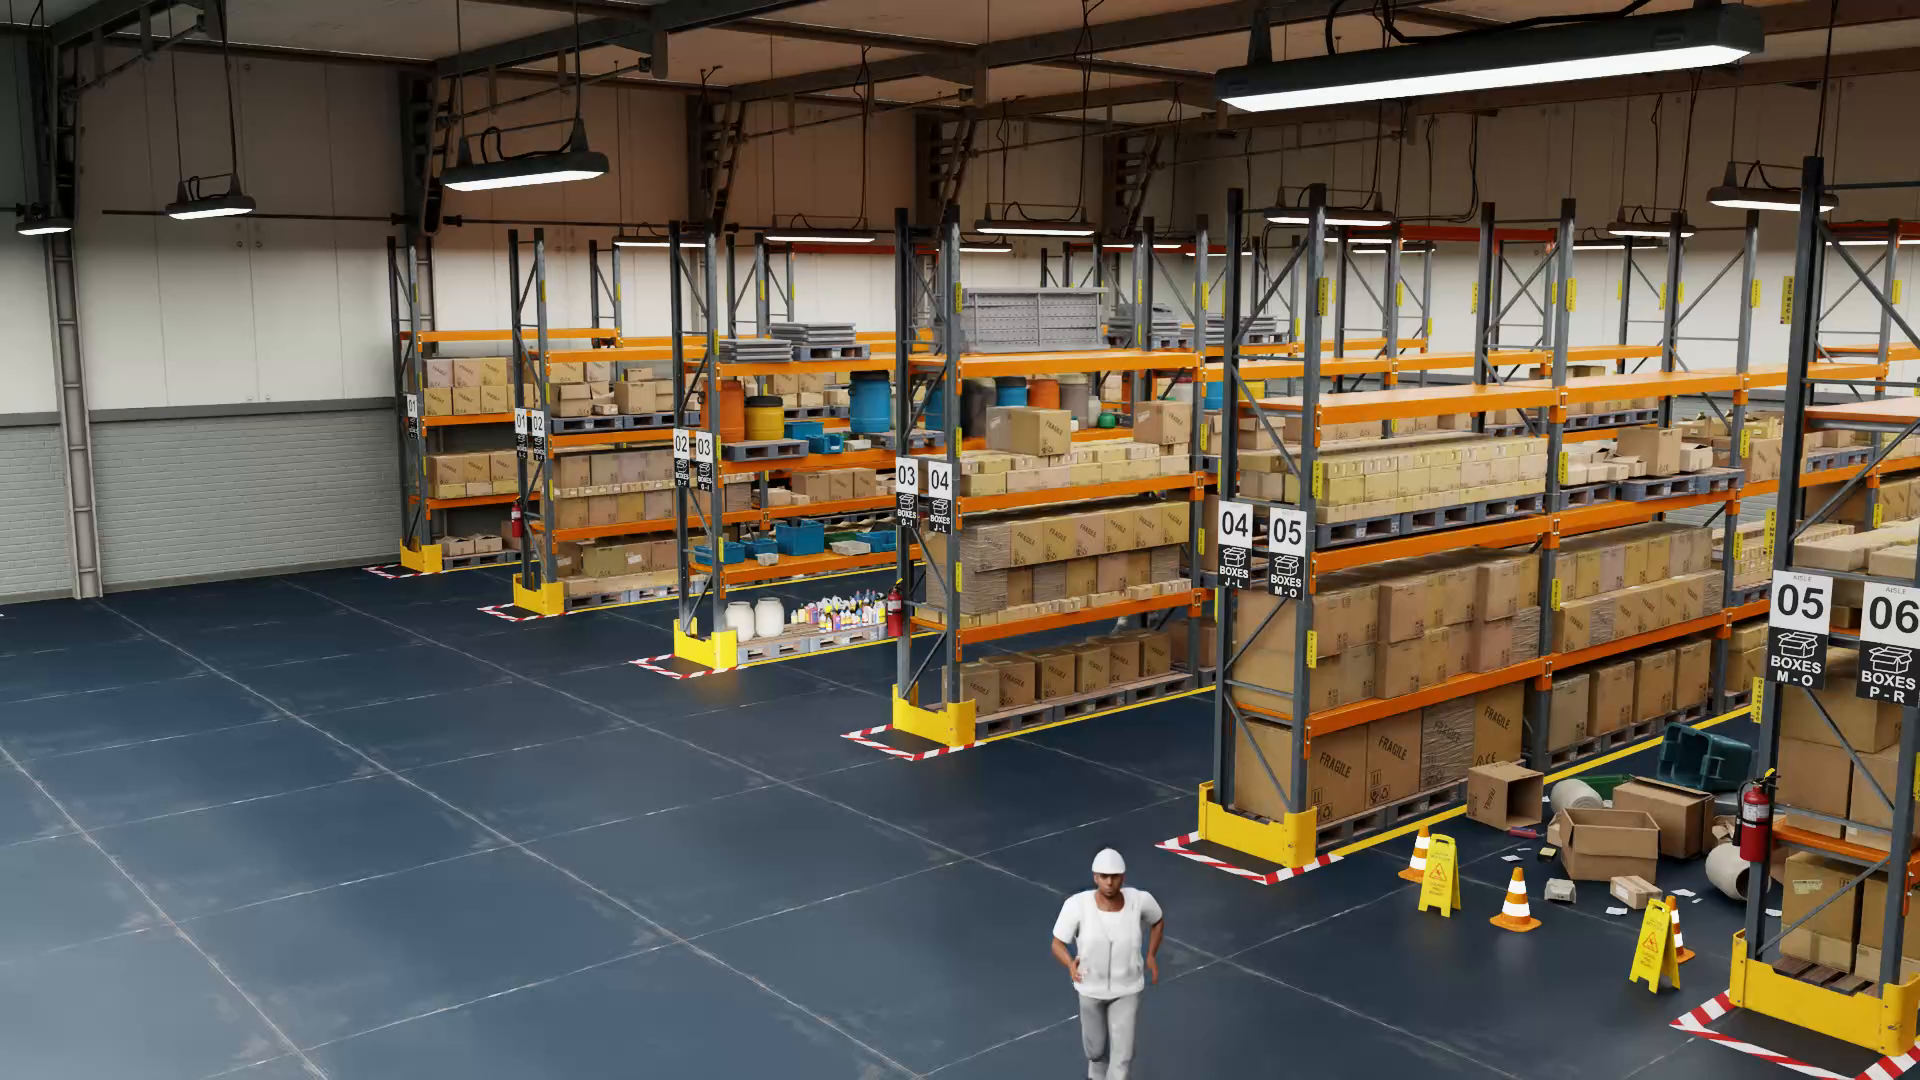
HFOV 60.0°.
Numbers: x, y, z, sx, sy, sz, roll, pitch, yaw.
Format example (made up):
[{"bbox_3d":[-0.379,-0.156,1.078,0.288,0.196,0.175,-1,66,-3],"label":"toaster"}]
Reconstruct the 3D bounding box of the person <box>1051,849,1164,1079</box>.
[{"bbox_3d":[0.907,2.747,10.191,0.700,1.772,0.963,0,9,3],"label":"person"}]

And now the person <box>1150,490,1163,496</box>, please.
[{"bbox_3d":[3.635,-0.691,32.456,0.855,1.810,0.630,-8,12,-42],"label":"person"}]

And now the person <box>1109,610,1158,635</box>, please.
[{"bbox_3d":[2.472,0.409,23.290,0.872,1.815,0.633,-7,11,-37],"label":"person"}]
